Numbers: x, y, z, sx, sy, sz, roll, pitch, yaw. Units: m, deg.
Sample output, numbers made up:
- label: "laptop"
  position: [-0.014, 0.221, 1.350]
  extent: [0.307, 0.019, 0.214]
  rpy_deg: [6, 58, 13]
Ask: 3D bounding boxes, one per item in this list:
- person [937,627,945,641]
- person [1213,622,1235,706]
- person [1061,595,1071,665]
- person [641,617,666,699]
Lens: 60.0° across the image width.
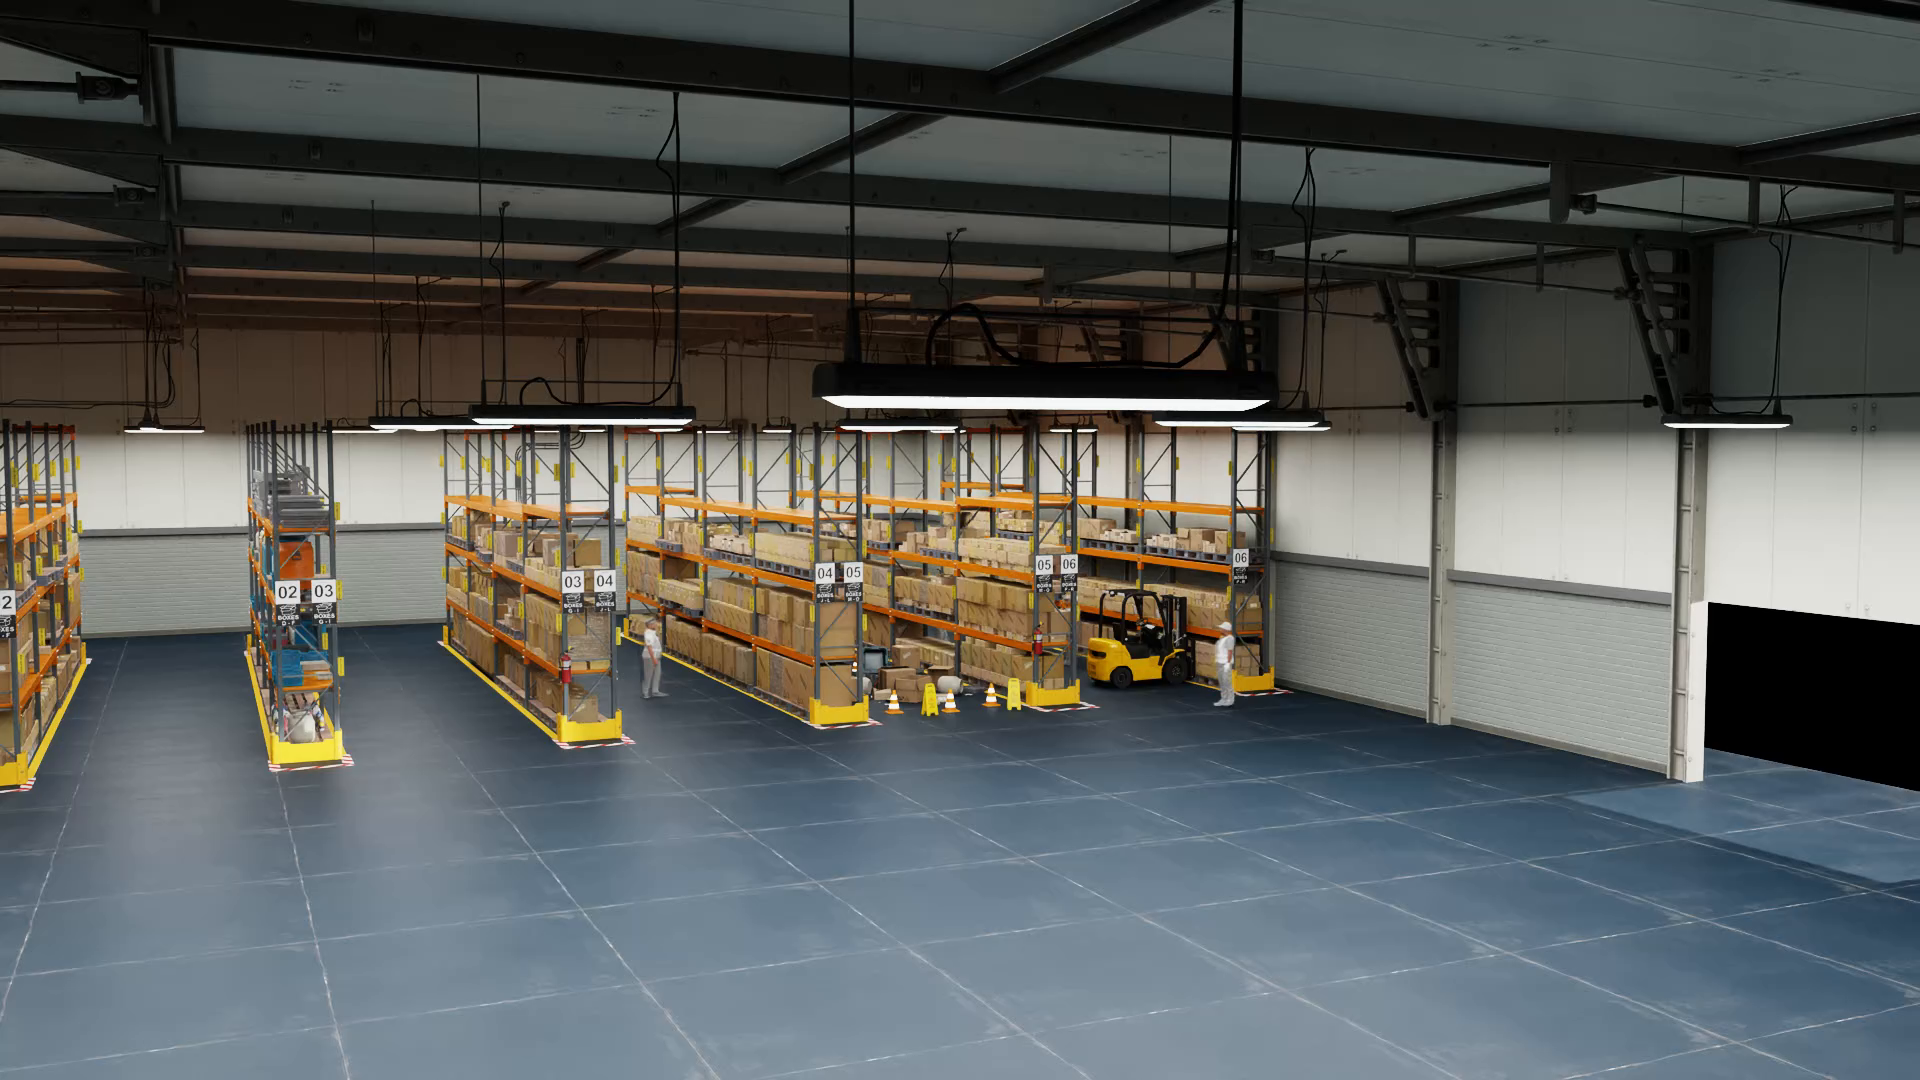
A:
- label: "person"
  position: [-0.580, 2.087, 44.800]
  extent: [0.402, 1.694, 0.504]
  rpy_deg: [-1, 4, -9]
- label: "person"
  position: [5.607, 2.630, 35.235]
  extent: [0.420, 1.798, 0.597]
  rpy_deg: [-2, 4, -27]
- label: "person"
  position: [2.617, 2.250, 41.473]
  extent: [0.516, 1.752, 0.639]
  rpy_deg: [0, 4, 5]
- label: "person"
  position: [-6.738, 2.571, 36.377]
  extent: [0.469, 1.776, 0.567]
  rpy_deg: [1, 4, 14]
